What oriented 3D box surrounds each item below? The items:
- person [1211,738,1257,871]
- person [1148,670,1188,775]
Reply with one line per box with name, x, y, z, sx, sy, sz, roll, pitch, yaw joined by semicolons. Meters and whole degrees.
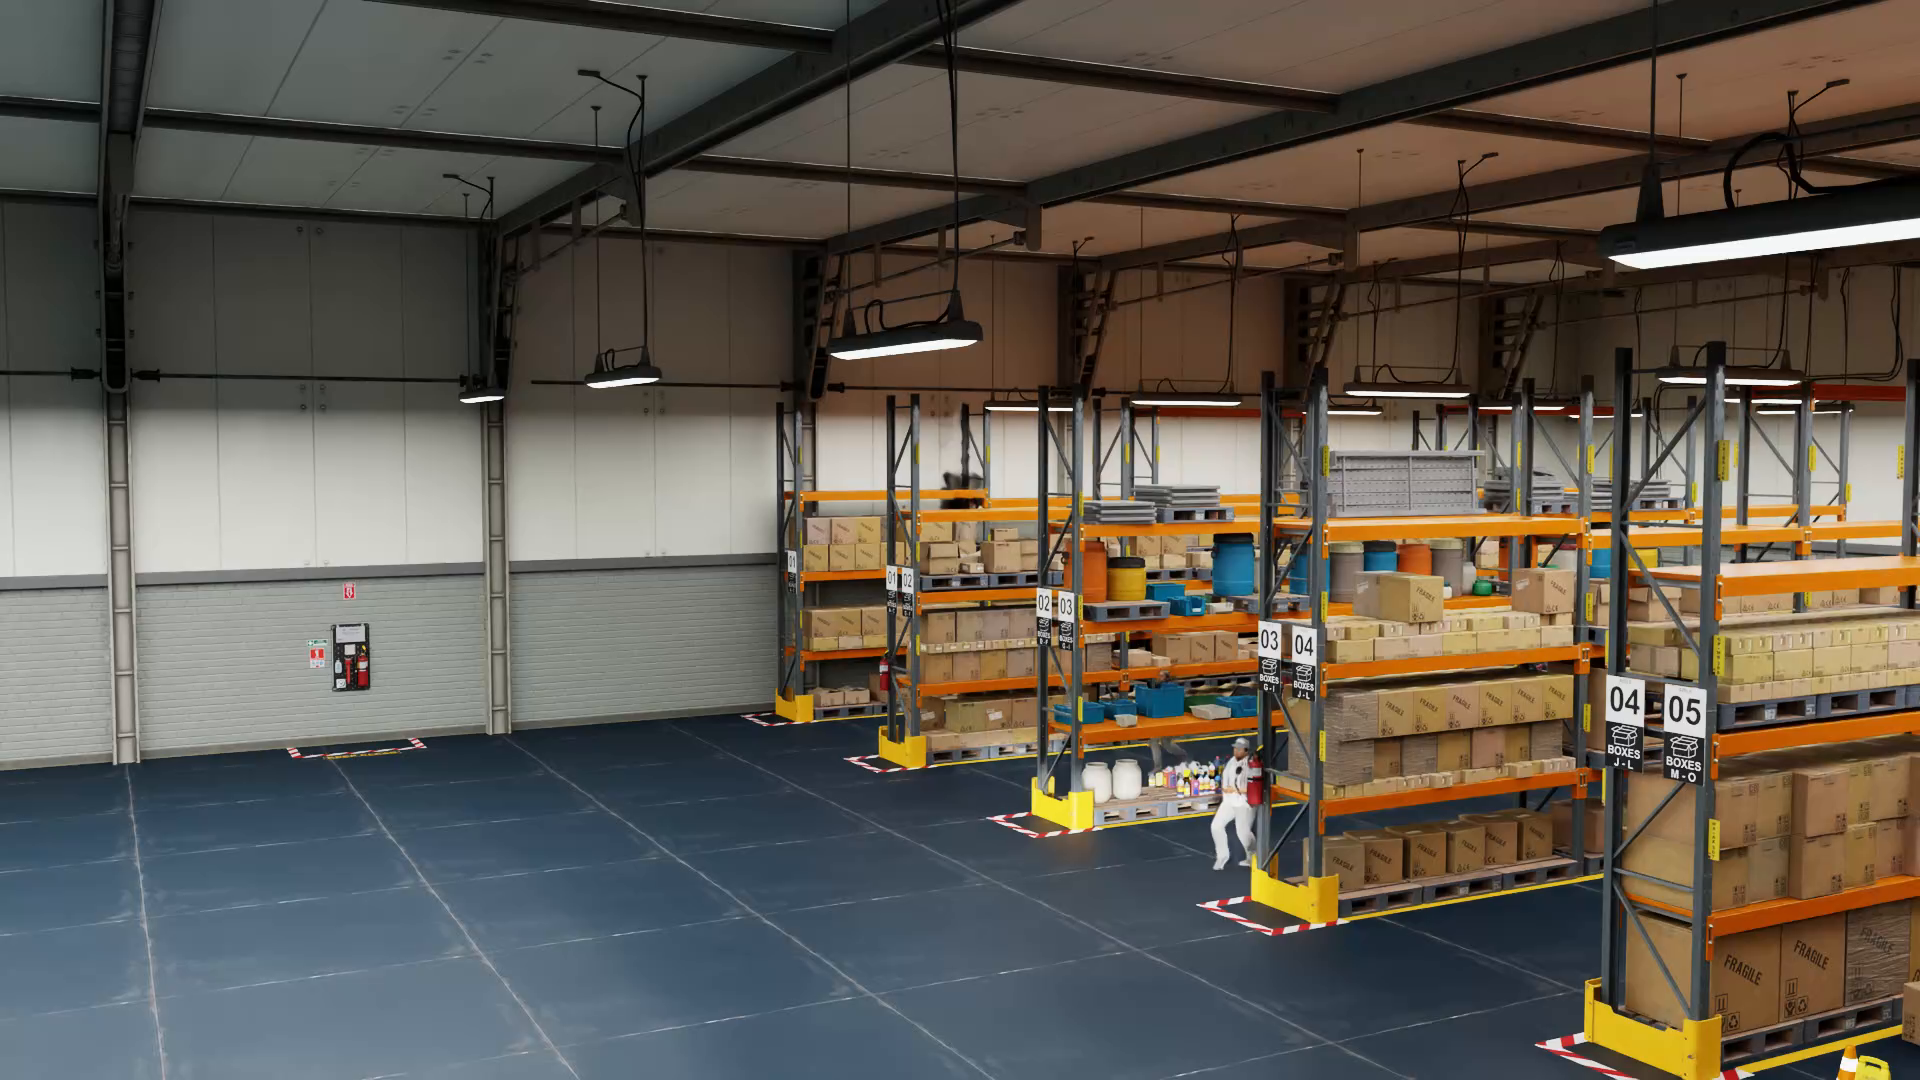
person;3.416;3.228;20.170;0.705;1.693;0.588;-2;4;-35
person;3.253;2.909;26.273;0.727;1.560;0.585;-2;4;-34
